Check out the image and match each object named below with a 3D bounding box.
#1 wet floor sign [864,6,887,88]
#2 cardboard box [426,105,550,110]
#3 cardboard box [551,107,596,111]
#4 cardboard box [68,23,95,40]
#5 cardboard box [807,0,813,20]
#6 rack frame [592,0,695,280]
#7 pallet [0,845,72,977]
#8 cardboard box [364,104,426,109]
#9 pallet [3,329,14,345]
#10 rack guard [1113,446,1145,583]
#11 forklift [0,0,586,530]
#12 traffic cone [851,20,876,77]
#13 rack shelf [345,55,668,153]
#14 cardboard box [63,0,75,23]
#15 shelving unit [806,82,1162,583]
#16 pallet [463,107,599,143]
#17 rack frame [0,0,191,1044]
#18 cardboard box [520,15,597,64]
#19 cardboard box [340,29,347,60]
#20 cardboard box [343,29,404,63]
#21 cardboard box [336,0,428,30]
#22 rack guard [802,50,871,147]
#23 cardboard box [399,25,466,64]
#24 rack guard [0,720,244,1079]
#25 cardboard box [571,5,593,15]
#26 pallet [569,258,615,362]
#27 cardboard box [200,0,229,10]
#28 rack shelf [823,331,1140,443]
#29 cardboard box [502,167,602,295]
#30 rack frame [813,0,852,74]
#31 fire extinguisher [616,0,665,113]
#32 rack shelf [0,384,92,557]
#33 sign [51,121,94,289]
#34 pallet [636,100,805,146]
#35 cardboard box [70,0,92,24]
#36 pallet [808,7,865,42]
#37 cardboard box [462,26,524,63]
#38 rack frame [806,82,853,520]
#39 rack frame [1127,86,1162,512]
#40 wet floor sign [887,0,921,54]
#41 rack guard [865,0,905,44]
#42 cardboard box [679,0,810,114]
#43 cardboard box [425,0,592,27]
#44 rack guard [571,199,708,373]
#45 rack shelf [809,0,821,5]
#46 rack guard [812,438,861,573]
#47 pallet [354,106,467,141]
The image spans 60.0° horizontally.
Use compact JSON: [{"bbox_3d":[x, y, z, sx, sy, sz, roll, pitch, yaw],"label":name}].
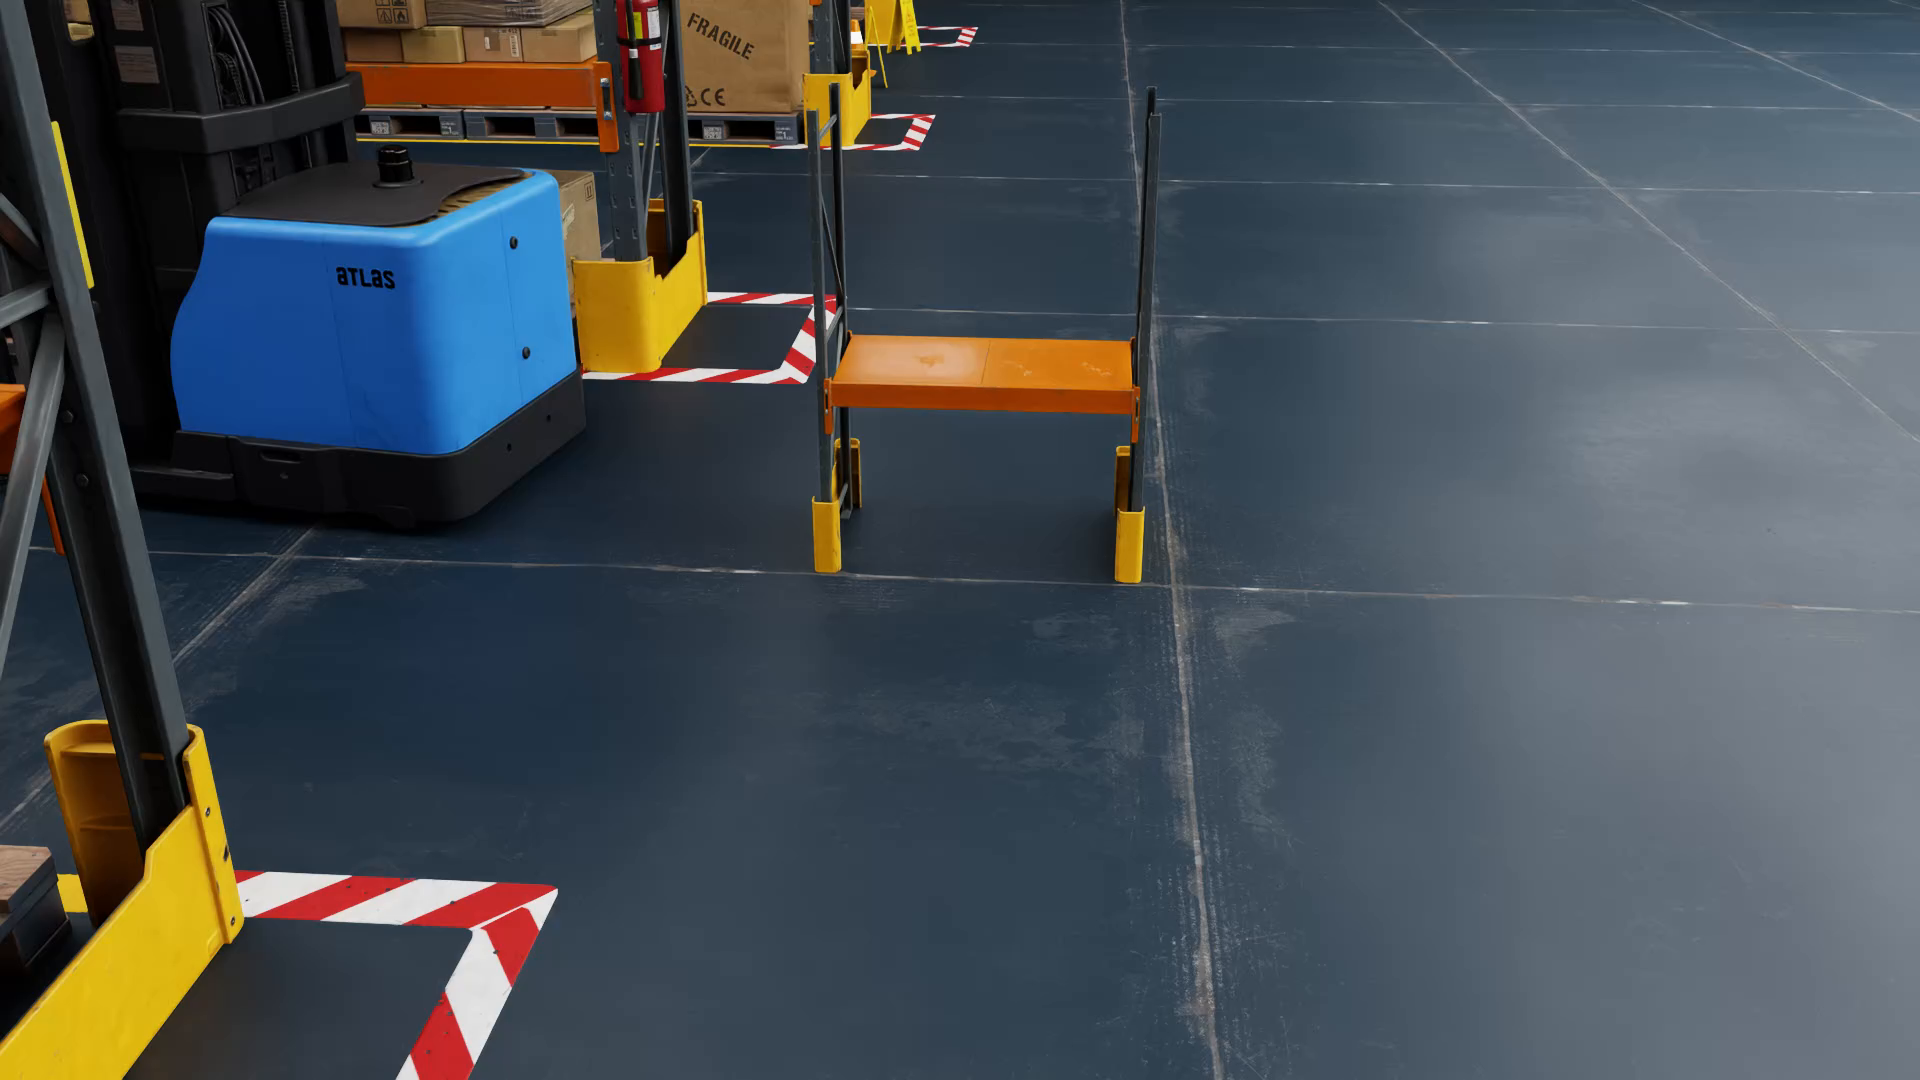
[{"bbox_3d":[-0.741,-4.162,14.024,0.232,0.644,0.267,-2,25,-5],"label":"wet floor sign"},{"bbox_3d":[-3.389,-3.685,12.209,0.875,0.875,0.875,2,25,4],"label":"cardboard box"},{"bbox_3d":[-2.480,-3.655,12.144,0.875,0.875,0.875,1,25,3],"label":"cardboard box"},{"bbox_3d":[-3.702,-2.183,7.206,0.250,0.149,0.380,2,25,4],"label":"cardboard box"},{"bbox_3d":[-1.494,-5.330,16.532,0.500,0.250,0.500,2,25,4],"label":"cardboard box"},{"bbox_3d":[-1.402,-2.344,7.255,0.127,3.000,1.000,2,25,4],"label":"rack frame"},{"bbox_3d":[-2.670,0.976,3.376,1.213,0.211,1.003,2,25,4],"label":"pallet"},{"bbox_3d":[-4.288,-3.712,12.268,0.875,0.875,0.875,2,25,5],"label":"cardboard box"},{"bbox_3d":[-4.718,-1.198,8.101,1.213,0.211,1.003,2,25,4],"label":"pallet"},{"bbox_3d":[0.573,-0.095,5.658,0.087,0.250,0.587,2,25,4],"label":"rack guard"},{"bbox_3d":[-3.047,-1.688,5.912,3.031,2.935,1.130,6,25,13],"label":"forklift"},{"bbox_3d":[-0.917,-4.324,14.594,0.334,0.463,0.336,2,25,4],"label":"traffic cone"},{"bbox_3d":[-3.396,-2.081,7.544,4.000,0.370,1.077,2,25,4],"label":"rack shelf"},{"bbox_3d":[-3.944,-2.607,7.353,0.500,0.500,0.875,2,25,4],"label":"cardboard box"},{"bbox_3d":[0.076,-0.679,5.431,1.083,1.500,0.587,2,25,4],"label":"shelving unit"},{"bbox_3d":[-2.938,-3.174,12.395,1.213,0.211,1.003,2,25,4],"label":"pallet"},{"bbox_3d":[-1.781,-0.279,2.769,0.127,3.000,1.000,2,25,4],"label":"rack frame"},{"bbox_3d":[-1.702,-2.153,7.140,0.250,0.149,0.380,2,25,4],"label":"cardboard box"},{"bbox_3d":[-2.699,-2.187,7.215,0.250,0.149,0.380,2,25,4],"label":"cardboard box"},{"bbox_3d":[-2.452,-2.162,7.160,0.250,0.149,0.380,2,25,4],"label":"cardboard box"},{"bbox_3d":[-2.456,-2.519,7.161,0.500,0.500,0.875,2,25,4],"label":"cardboard box"},{"bbox_3d":[-0.898,-3.271,12.261,0.348,0.500,1.175,2,25,4],"label":"rack guard"},{"bbox_3d":[-2.204,-2.147,7.129,0.250,0.149,0.380,2,25,4],"label":"cardboard box"},{"bbox_3d":[-1.861,0.873,3.254,0.348,0.500,1.175,2,25,4],"label":"rack guard"},{"bbox_3d":[-1.668,-2.338,7.543,0.250,0.149,0.380,2,25,4],"label":"cardboard box"},{"bbox_3d":[-2.285,-1.120,7.932,1.213,0.211,1.003,2,25,4],"label":"pallet"},{"bbox_3d":[-2.951,-2.553,7.235,0.500,0.500,0.875,2,25,4],"label":"cardboard box"},{"bbox_3d":[0.085,-0.515,5.506,1.000,0.185,0.538,2,25,4],"label":"rack shelf"},{"bbox_3d":[-2.023,-1.426,7.748,0.500,0.500,0.500,6,25,14],"label":"cardboard box"},{"bbox_3d":[-0.922,-4.408,11.741,0.127,3.000,1.000,2,25,4],"label":"rack frame"},{"bbox_3d":[-1.323,-2.113,6.846,0.183,0.674,0.296,2,25,4],"label":"fire extinguisher"},{"bbox_3d":[-3.775,-0.017,3.058,4.000,0.370,1.077,2,25,4],"label":"rack shelf"},{"bbox_3d":[-1.735,-0.634,3.209,0.005,0.325,0.100,2,25,4],"label":"sign"},{"bbox_3d":[-1.725,-3.134,12.308,1.213,0.211,1.003,2,25,4],"label":"pallet"},{"bbox_3d":[-3.449,-2.574,7.280,0.500,0.500,0.875,2,25,4],"label":"cardboard box"},{"bbox_3d":[-1.526,-5.250,16.908,1.213,0.211,1.003,2,25,4],"label":"pallet"},{"bbox_3d":[-1.951,-2.161,7.158,0.250,0.149,0.380,2,25,4],"label":"cardboard box"},{"bbox_3d":[-0.422,-0.695,5.466,0.032,1.500,0.500,2,25,4],"label":"rack frame"},{"bbox_3d":[0.592,-0.662,5.395,0.032,1.500,0.500,2,25,4],"label":"rack frame"},{"bbox_3d":[-0.536,-4.952,15.741,0.232,0.644,0.267,11,27,22],"label":"wet floor sign"},{"bbox_3d":[-0.719,-5.341,16.759,0.348,0.500,1.175,2,25,4],"label":"rack guard"},{"bbox_3d":[-1.603,-3.627,12.084,0.875,0.875,0.875,2,25,4],"label":"cardboard box"},{"bbox_3d":[-1.948,-2.553,7.235,0.500,0.500,0.875,2,25,4],"label":"cardboard box"},{"bbox_3d":[-1.478,-1.211,7.783,0.348,0.500,1.175,2,25,4],"label":"rack guard"},{"bbox_3d":[-2.916,-4.145,12.030,4.000,0.370,1.077,2,25,4],"label":"rack shelf"},{"bbox_3d":[-0.421,-0.127,5.727,0.087,0.250,0.587,2,25,4],"label":"rack guard"},{"bbox_3d":[-4.158,-3.212,12.478,1.213,0.211,1.003,2,25,4],"label":"pallet"}]
